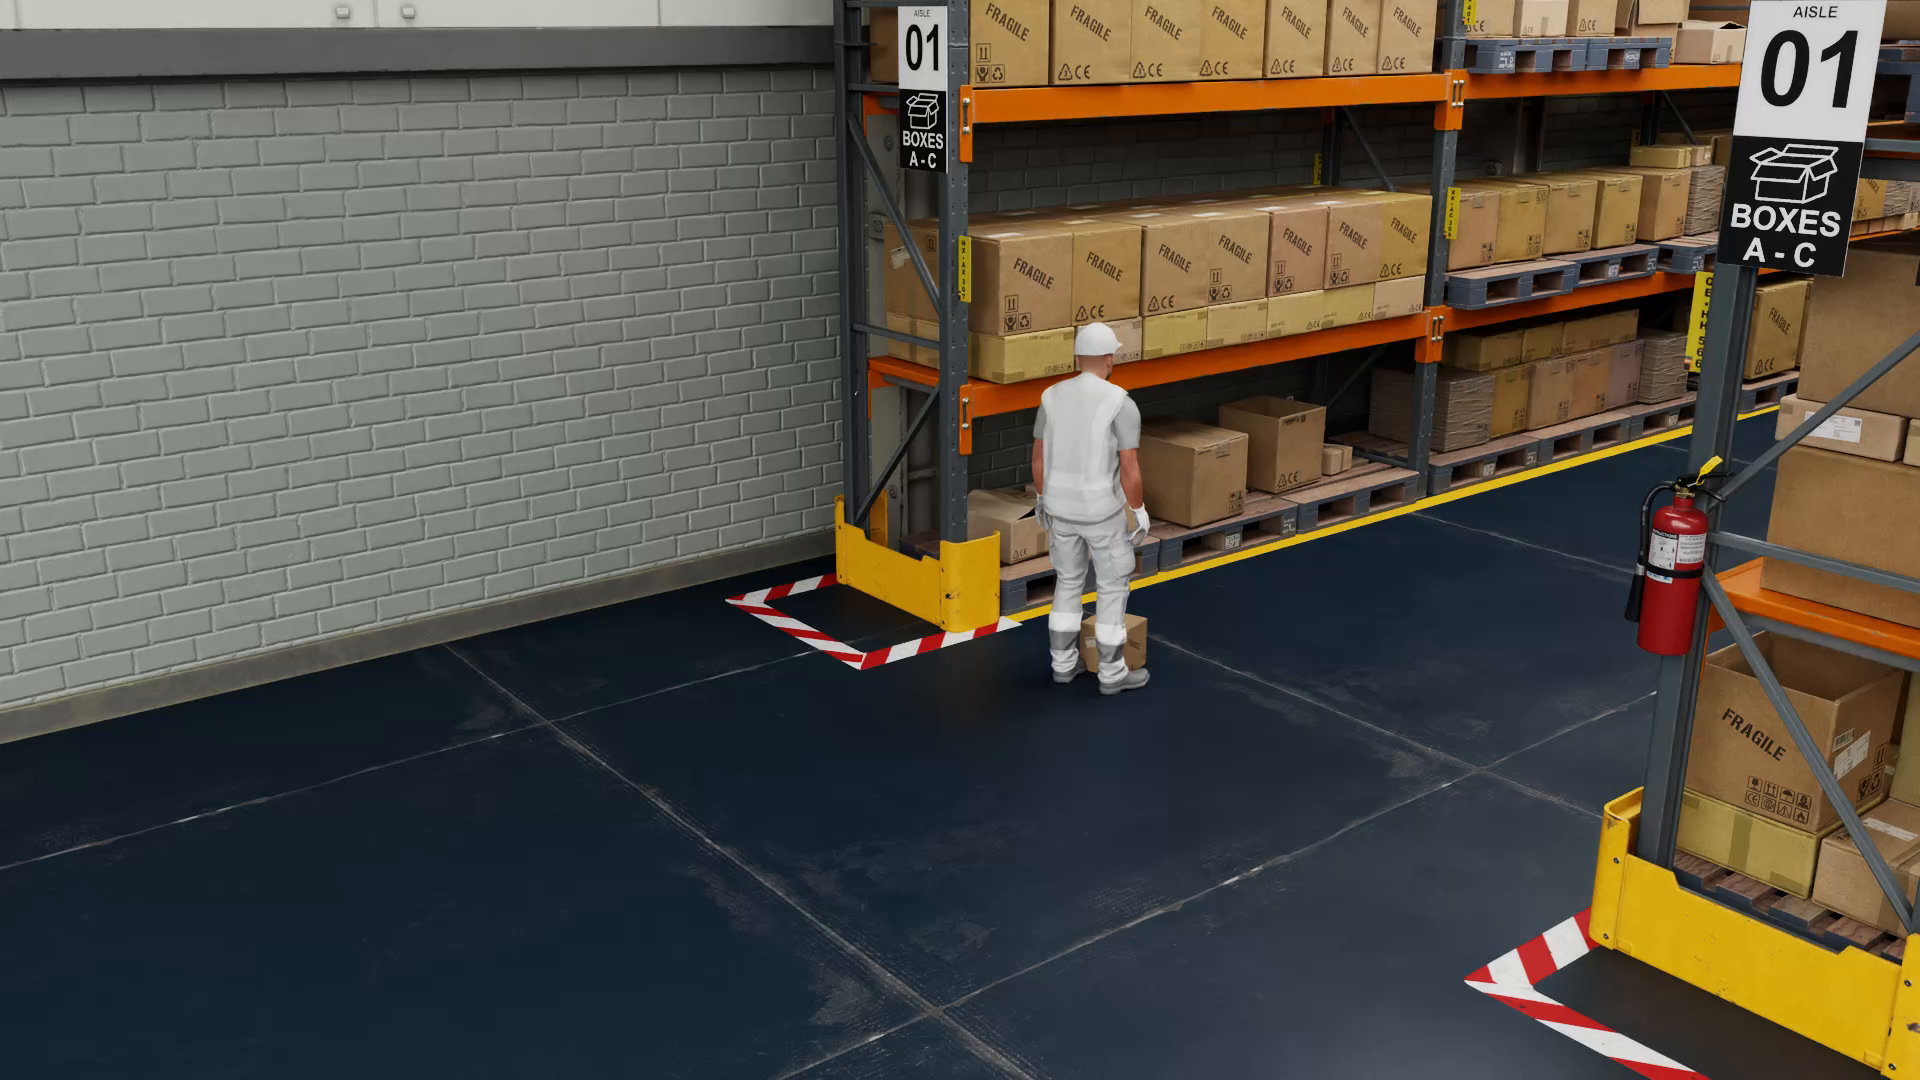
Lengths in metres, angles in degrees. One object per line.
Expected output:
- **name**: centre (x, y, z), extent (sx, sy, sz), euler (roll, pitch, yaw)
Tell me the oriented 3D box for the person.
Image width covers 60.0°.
- **person**: centre (0.627, -0.152, 8.009), extent (0.616, 1.778, 0.453), euler (12, 21, 33)
